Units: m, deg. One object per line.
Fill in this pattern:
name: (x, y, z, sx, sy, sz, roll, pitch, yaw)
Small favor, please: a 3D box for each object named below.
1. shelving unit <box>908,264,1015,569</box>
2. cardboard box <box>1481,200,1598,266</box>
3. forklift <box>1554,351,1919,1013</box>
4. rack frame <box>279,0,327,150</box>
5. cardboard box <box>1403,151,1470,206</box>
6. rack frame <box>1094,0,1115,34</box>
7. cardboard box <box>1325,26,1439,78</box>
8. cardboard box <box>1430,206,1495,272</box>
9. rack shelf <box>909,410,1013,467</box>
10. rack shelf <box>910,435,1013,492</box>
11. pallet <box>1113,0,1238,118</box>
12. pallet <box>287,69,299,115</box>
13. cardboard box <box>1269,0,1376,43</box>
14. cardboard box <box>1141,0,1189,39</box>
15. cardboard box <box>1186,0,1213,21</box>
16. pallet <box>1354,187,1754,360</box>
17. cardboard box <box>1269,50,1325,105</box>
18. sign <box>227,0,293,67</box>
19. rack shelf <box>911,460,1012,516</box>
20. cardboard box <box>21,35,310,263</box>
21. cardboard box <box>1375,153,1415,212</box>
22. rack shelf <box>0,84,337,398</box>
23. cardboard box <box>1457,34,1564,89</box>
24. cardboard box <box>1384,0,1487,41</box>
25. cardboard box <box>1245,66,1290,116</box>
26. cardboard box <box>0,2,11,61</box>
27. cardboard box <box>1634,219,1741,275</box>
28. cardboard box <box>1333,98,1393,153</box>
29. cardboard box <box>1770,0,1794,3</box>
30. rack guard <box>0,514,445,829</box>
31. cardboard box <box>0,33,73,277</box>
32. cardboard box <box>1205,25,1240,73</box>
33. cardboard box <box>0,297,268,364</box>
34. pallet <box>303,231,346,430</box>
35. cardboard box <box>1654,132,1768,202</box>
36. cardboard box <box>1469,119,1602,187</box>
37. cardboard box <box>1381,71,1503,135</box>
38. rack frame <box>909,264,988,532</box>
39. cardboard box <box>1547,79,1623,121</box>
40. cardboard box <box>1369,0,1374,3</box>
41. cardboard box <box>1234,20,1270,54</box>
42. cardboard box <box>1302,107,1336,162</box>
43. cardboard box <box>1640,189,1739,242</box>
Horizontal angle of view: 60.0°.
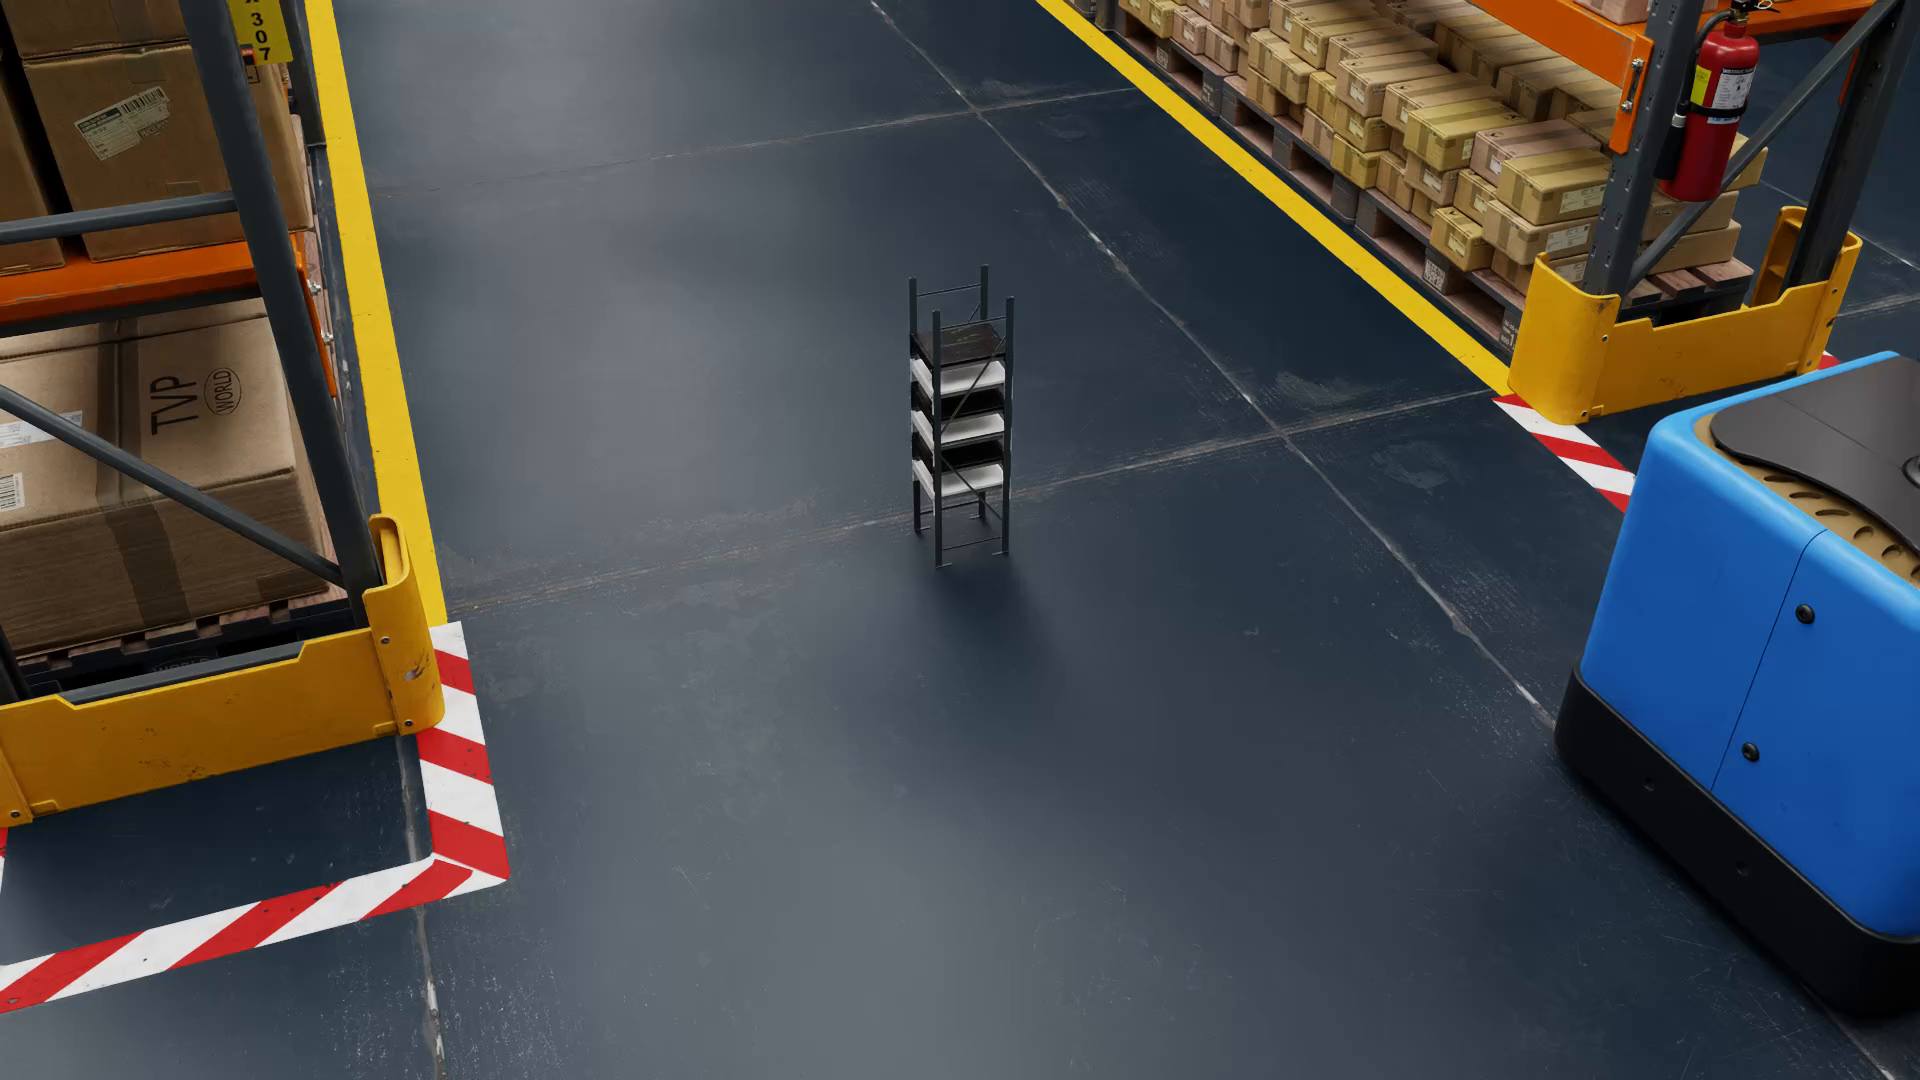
shelving unit: (0.003, -0.355, 4.973, 0.258, 0.900, 0.210, -12, 39, -16)
cardboard box: (2.138, -1.146, 6.052, 0.380, 0.149, 0.250, -13, 39, -17)
forklift: (3.140, -0.702, 3.745, 3.031, 2.935, 1.130, -16, 40, -20)
rack frame: (-3.402, -2.937, 6.656, 1.000, 3.000, 0.127, -12, 39, -16)
cardboard box: (1.957, -1.439, 6.441, 0.380, 0.149, 0.250, -14, 39, -18)
rack frame: (1.211, -4.019, 8.093, 1.000, 3.000, 0.127, -12, 39, -16)
cardboard box: (1.765, -2.018, 6.962, 0.380, 0.149, 0.250, -14, 39, -17)
cardboard box: (2.027, -1.167, 6.327, 0.380, 0.149, 0.250, -11, 38, -15)
rack shelf: (0.003, -0.328, 4.993, 0.258, 0.077, 0.200, -12, 39, -16)
rack shelf: (0.003, -0.256, 5.047, 0.258, 0.077, 0.200, -12, 39, -16)
pallet: (1.475, -2.533, 8.438, 1.003, 0.211, 1.213, -12, 39, -16)
pallet: (-3.739, -2.244, 8.053, 1.003, 0.211, 1.213, -12, 39, -16)
cardboard box: (1.600, -2.308, 7.346, 0.380, 0.149, 0.250, -14, 39, -18)
cardboard box: (1.126, -2.626, 8.263, 0.380, 0.149, 0.250, -11, 38, -15)
cardboard box: (1.324, -2.641, 8.037, 0.380, 0.149, 0.250, -13, 39, -16)
pallet: (2.315, -1.155, 6.608, 1.003, 0.211, 1.213, -12, 39, -16)
cardboard box: (1.575, -2.028, 7.222, 0.380, 0.149, 0.250, -12, 39, -15)
sign: (-1.503, -1.166, 3.520, 0.100, 0.325, 0.005, -12, 39, -16)
rack shelf: (0.003, -0.184, 5.102, 0.258, 0.077, 0.200, -12, 39, -16)
cardboard box: (-1.921, -1.048, 4.065, 0.500, 0.500, 0.500, -13, 39, -16)
cardboard box: (1.919, -1.471, 6.730, 0.380, 0.149, 0.250, -12, 39, -15)
rack shelf: (-2.714, -1.520, 5.373, 1.077, 0.370, 4.000, -12, 39, -16)
cardboard box: (2.302, -1.974, 6.903, 0.380, 0.149, 0.250, -11, 38, -14)
cardboard box: (2.078, -2.254, 7.275, 0.380, 0.149, 0.250, -12, 39, -16)
cardboard box: (1.519, -2.051, 7.501, 0.380, 0.149, 0.250, -13, 39, -17)
cardboard box: (-2.415, -1.340, 3.621, 0.500, 0.500, 0.500, -11, 38, -14)
cardboard box: (2.707, -1.151, 6.305, 0.380, 0.149, 0.250, -12, 39, -15)
cardboard box: (1.767, -1.729, 6.826, 0.380, 0.149, 0.250, -12, 39, -15)
cardboard box: (2.783, -1.910, 5.501, 0.380, 0.149, 0.250, -13, 39, -16)
rack guard: (-2.017, 0.335, 4.390, 1.175, 0.500, 0.348, -12, 39, -16)
cardboard box: (-2.440, -0.935, 3.915, 0.500, 0.500, 0.500, -12, 39, -16)
cardboard box: (1.394, -2.363, 7.914, 0.380, 0.149, 0.250, -13, 39, -17)
cardboard box: (-2.670, -0.689, 5.452, 0.875, 0.438, 0.875, -11, 38, -15)
pallet: (-2.790, -0.687, 5.987, 1.003, 0.211, 1.213, -12, 39, -16)
cardboard box: (2.726, -1.392, 6.131, 0.380, 0.149, 0.250, -14, 39, -18)
cardboard box: (2.135, -1.426, 6.177, 0.380, 0.149, 0.250, -12, 39, -15)
cardboard box: (1.897, -1.706, 6.548, 0.380, 0.149, 0.250, -14, 39, -18)
rack frame: (-0.032, -0.412, 5.049, 0.240, 0.900, 0.006, -12, 39, -16)
cardboard box: (2.552, -1.692, 6.529, 0.380, 0.149, 0.250, -13, 39, -16)
cardboard box: (1.991, -2.567, 7.690, 0.380, 0.149, 0.250, -14, 39, -18)
cardboard box: (1.487, -2.328, 7.621, 0.380, 0.149, 0.250, -11, 38, -14)
cardboard box: (1.698, -1.760, 7.115, 0.380, 0.149, 0.250, -12, 39, -15)
cardboard box: (2.648, -1.256, 6.198, 0.380, 0.149, 0.250, -11, 38, -14)
